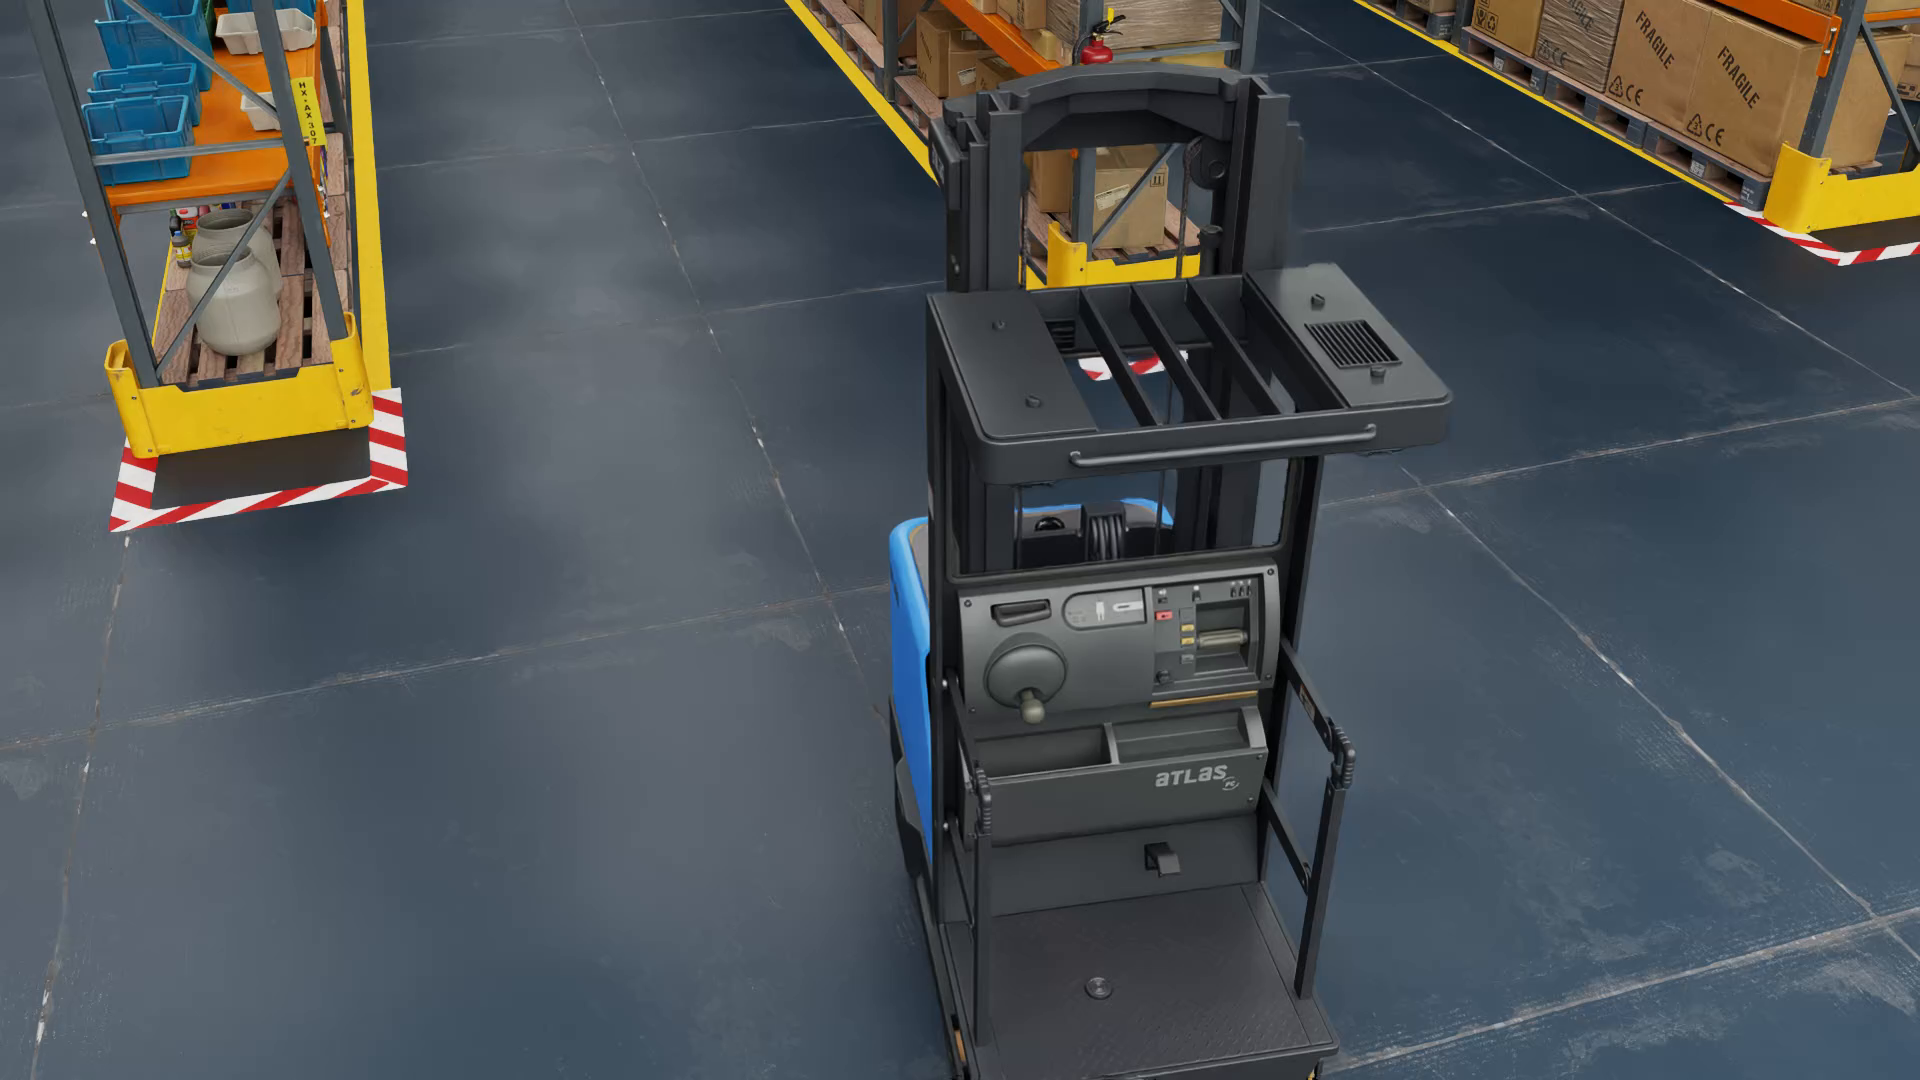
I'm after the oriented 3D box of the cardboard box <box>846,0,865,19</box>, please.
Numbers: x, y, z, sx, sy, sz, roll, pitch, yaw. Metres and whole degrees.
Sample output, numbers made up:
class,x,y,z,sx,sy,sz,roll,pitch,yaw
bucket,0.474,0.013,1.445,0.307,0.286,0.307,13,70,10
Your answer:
class,x,y,z,sx,sy,sz,roll,pitch,yaw
cardboard box,-0.559,-4.756,14.094,0.700,0.500,0.500,-13,36,-19

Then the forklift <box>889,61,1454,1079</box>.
class,x,y,z,sx,sy,sz,roll,pitch,yaw
forklift,0.500,0.350,4.561,1.130,2.935,3.031,-6,34,-8

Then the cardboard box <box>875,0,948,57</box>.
class,x,y,z,sx,sy,sz,roll,pitch,yaw
cardboard box,-0.261,-4.208,13.266,0.700,0.500,0.500,-13,36,-18

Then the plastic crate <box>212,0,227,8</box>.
class,x,y,z,sx,sy,sz,roll,pitch,yaw
plastic crate,-4.772,-3.587,10.513,0.767,0.338,0.504,-10,35,-15

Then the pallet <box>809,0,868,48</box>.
class,x,y,z,sx,sy,sz,roll,pitch,yaw
pallet,-0.709,-4.629,14.563,1.003,0.211,1.213,-10,35,-15

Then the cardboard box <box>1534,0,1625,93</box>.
class,x,y,z,sx,sy,sz,roll,pitch,yaw
cardboard box,5.064,-3.997,12.624,0.875,0.875,0.875,-10,35,-14

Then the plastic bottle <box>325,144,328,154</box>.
class,x,y,z,sx,sy,sz,roll,pitch,yaw
plastic bottle,-4.350,-2.762,11.274,0.061,0.283,0.133,-8,34,-12

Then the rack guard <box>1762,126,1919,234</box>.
class,x,y,z,sx,sy,sz,roll,pitch,yaw
rack guard,5.888,-2.367,10.879,1.175,0.500,0.348,-10,35,-15

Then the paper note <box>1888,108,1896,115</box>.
class,x,y,z,sx,sy,sz,roll,pitch,yaw
paper note,7.032,-3.270,12.673,0.144,0.017,0.142,1,33,2

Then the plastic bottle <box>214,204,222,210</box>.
class,x,y,z,sx,sy,sz,roll,pitch,yaw
plastic bottle,-4.614,-2.055,10.278,0.097,0.201,0.097,0,33,0

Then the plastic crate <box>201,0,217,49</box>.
class,x,y,z,sx,sy,sz,roll,pitch,yaw
plastic crate,-4.666,-3.060,9.853,0.450,0.188,0.662,-10,35,-15

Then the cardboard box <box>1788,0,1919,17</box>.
class,x,y,z,sx,sy,sz,roll,pitch,yaw
cardboard box,5.724,-3.672,10.451,0.875,0.550,0.550,-10,35,-15

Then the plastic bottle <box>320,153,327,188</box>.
class,x,y,z,sx,sy,sz,roll,pitch,yaw
plastic bottle,-4.183,-2.427,10.706,0.144,0.351,0.185,-10,35,-15

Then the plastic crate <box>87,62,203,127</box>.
class,x,y,z,sx,sy,sz,roll,pitch,yaw
plastic crate,-4.221,-2.301,8.646,0.499,0.251,0.408,-10,35,-15

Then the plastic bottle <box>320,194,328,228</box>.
class,x,y,z,sx,sy,sz,roll,pitch,yaw
plastic bottle,-3.951,-2.038,10.190,0.097,0.271,0.097,0,33,0

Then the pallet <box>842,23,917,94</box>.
class,x,y,z,sx,sy,sz,roll,pitch,yaw
pallet,-0.333,-3.987,13.592,1.003,0.211,1.213,-10,35,-15

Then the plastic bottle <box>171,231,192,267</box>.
class,x,y,z,sx,sy,sz,roll,pitch,yaw
plastic bottle,-4.568,-1.715,9.764,0.097,0.201,0.097,0,33,0

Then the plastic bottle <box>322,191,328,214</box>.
class,x,y,z,sx,sy,sz,roll,pitch,yaw
plastic bottle,-4.012,-2.114,10.367,0.097,0.201,0.097,0,33,0

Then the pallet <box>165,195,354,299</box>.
class,x,y,z,sx,sy,sz,roll,pitch,yaw
pallet,-4.270,-1.744,10.198,1.003,0.211,1.213,-10,35,-15

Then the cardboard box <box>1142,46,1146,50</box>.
class,x,y,z,sx,sy,sz,roll,pitch,yaw
cardboard box,1.208,-2.861,9.587,0.380,0.149,0.250,-10,35,-15

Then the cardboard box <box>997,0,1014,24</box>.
class,x,y,z,sx,sy,sz,roll,pitch,yaw
cardboard box,0.446,-3.305,10.259,0.380,0.149,0.250,-10,35,-15

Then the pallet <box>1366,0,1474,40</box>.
class,x,y,z,sx,sy,sz,roll,pitch,yaw
pallet,4.353,-4.752,14.750,1.003,0.211,1.213,-10,35,-15

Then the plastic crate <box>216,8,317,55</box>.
class,x,y,z,sx,sy,sz,roll,pitch,yaw
plastic crate,-4.074,-2.989,9.792,0.530,0.136,0.437,-10,35,-15

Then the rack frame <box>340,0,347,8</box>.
class,x,y,z,sx,sy,sz,roll,pitch,yaw
rack frame,-6.031,-6.009,14.123,1.000,3.000,0.127,-10,35,-15

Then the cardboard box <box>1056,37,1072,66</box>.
class,x,y,z,sx,sy,sz,roll,pitch,yaw
cardboard box,0.767,-2.783,9.469,0.380,0.149,0.250,-10,35,-15

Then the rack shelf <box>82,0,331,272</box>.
class,x,y,z,sx,sy,sz,roll,pitch,yaw
rack shelf,-4.201,-2.559,9.554,1.077,0.370,4.000,-10,35,-15

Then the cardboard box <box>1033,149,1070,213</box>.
class,x,y,z,sx,sy,sz,roll,pitch,yaw
cardboard box,0.737,-2.413,10.567,0.500,0.500,0.500,-1,33,-2

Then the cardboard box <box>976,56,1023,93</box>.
class,x,y,z,sx,sy,sz,roll,pitch,yaw
cardboard box,0.436,-3.045,11.524,0.500,0.500,0.500,-13,36,-19

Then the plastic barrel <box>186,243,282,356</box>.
class,x,y,z,sx,sy,sz,roll,pitch,yaw
plastic barrel,-3.864,-1.279,8.840,0.421,0.512,0.421,0,33,0

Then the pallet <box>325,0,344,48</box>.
class,x,y,z,sx,sy,sz,roll,pitch,yaw
pallet,-5.832,-4.432,14.266,1.003,0.211,1.213,-10,35,-15

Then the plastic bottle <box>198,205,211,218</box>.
class,x,y,z,sx,sy,sz,roll,pitch,yaw
plastic bottle,-4.518,-1.905,9.976,0.061,0.283,0.133,-10,35,-15

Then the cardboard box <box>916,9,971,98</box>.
class,x,y,z,sx,sy,sz,roll,pitch,yaw
cardboard box,-0.010,-3.657,12.450,0.500,0.500,0.500,-11,35,-16

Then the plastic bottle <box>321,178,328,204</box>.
class,x,y,z,sx,sy,sz,roll,pitch,yaw
plastic bottle,-4.075,-2.222,10.530,0.097,0.201,0.097,0,33,0

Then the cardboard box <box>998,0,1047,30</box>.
class,x,y,z,sx,sy,sz,roll,pitch,yaw
cardboard box,0.718,-3.343,9.728,0.875,0.500,0.500,-10,35,-15

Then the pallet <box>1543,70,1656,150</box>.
class,x,y,z,sx,sy,sz,roll,pitch,yaw
pallet,5.194,-3.305,12.561,1.003,0.211,1.213,-10,35,-15

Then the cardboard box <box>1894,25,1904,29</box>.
class,x,y,z,sx,sy,sz,roll,pitch,yaw
cardboard box,7.324,-4.309,13.692,0.797,0.637,0.503,-10,35,-15

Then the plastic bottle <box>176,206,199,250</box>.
class,x,y,z,sx,sy,sz,roll,pitch,yaw
plastic bottle,-4.619,-1.883,9.951,0.152,0.276,0.135,-10,35,-14

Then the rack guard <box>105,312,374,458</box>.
class,x,y,z,sx,sy,sz,roll,pitch,yaw
rack guard,-3.659,-0.798,8.504,1.175,0.500,0.348,-10,35,-15

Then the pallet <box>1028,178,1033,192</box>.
class,x,y,z,sx,sy,sz,roll,pitch,yaw
pallet,0.520,-2.590,11.478,1.003,0.211,1.213,-10,35,-15

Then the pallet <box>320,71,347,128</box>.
class,x,y,z,sx,sy,sz,roll,pitch,yaw
pallet,-5.087,-3.151,12.327,1.003,0.211,1.213,-10,35,-15

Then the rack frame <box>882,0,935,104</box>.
class,x,y,z,sx,sy,sz,roll,pitch,yaw
rack frame,-0.094,-4.742,12.205,1.000,3.000,0.127,-10,35,-15

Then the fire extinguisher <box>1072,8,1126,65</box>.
class,x,y,z,sx,sy,sz,roll,pitch,yaw
fire extinguisher,0.722,-2.472,8.840,0.296,0.674,0.183,-10,35,-15

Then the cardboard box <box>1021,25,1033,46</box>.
class,x,y,z,sx,sy,sz,roll,pitch,yaw
cardboard box,0.580,-3.040,9.857,0.380,0.149,0.250,-10,35,-15

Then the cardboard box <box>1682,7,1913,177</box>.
class,x,y,z,sx,sy,sz,roll,pitch,yaw
cardboard box,5.611,-3.056,11.201,0.875,0.875,0.875,-10,35,-14

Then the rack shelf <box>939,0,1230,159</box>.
class,x,y,z,sx,sy,sz,roll,pitch,yaw
rack shelf,0.516,-3.392,10.814,1.077,0.370,4.000,-10,35,-15

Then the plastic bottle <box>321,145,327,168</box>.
class,x,y,z,sx,sy,sz,roll,pitch,yaw
plastic bottle,-4.281,-2.597,10.963,0.144,0.351,0.185,-12,35,-17

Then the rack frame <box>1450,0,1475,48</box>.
class,x,y,z,sx,sy,sz,roll,pitch,yaw
rack frame,4.661,-5.523,13.387,1.000,3.000,0.127,-10,35,-15
